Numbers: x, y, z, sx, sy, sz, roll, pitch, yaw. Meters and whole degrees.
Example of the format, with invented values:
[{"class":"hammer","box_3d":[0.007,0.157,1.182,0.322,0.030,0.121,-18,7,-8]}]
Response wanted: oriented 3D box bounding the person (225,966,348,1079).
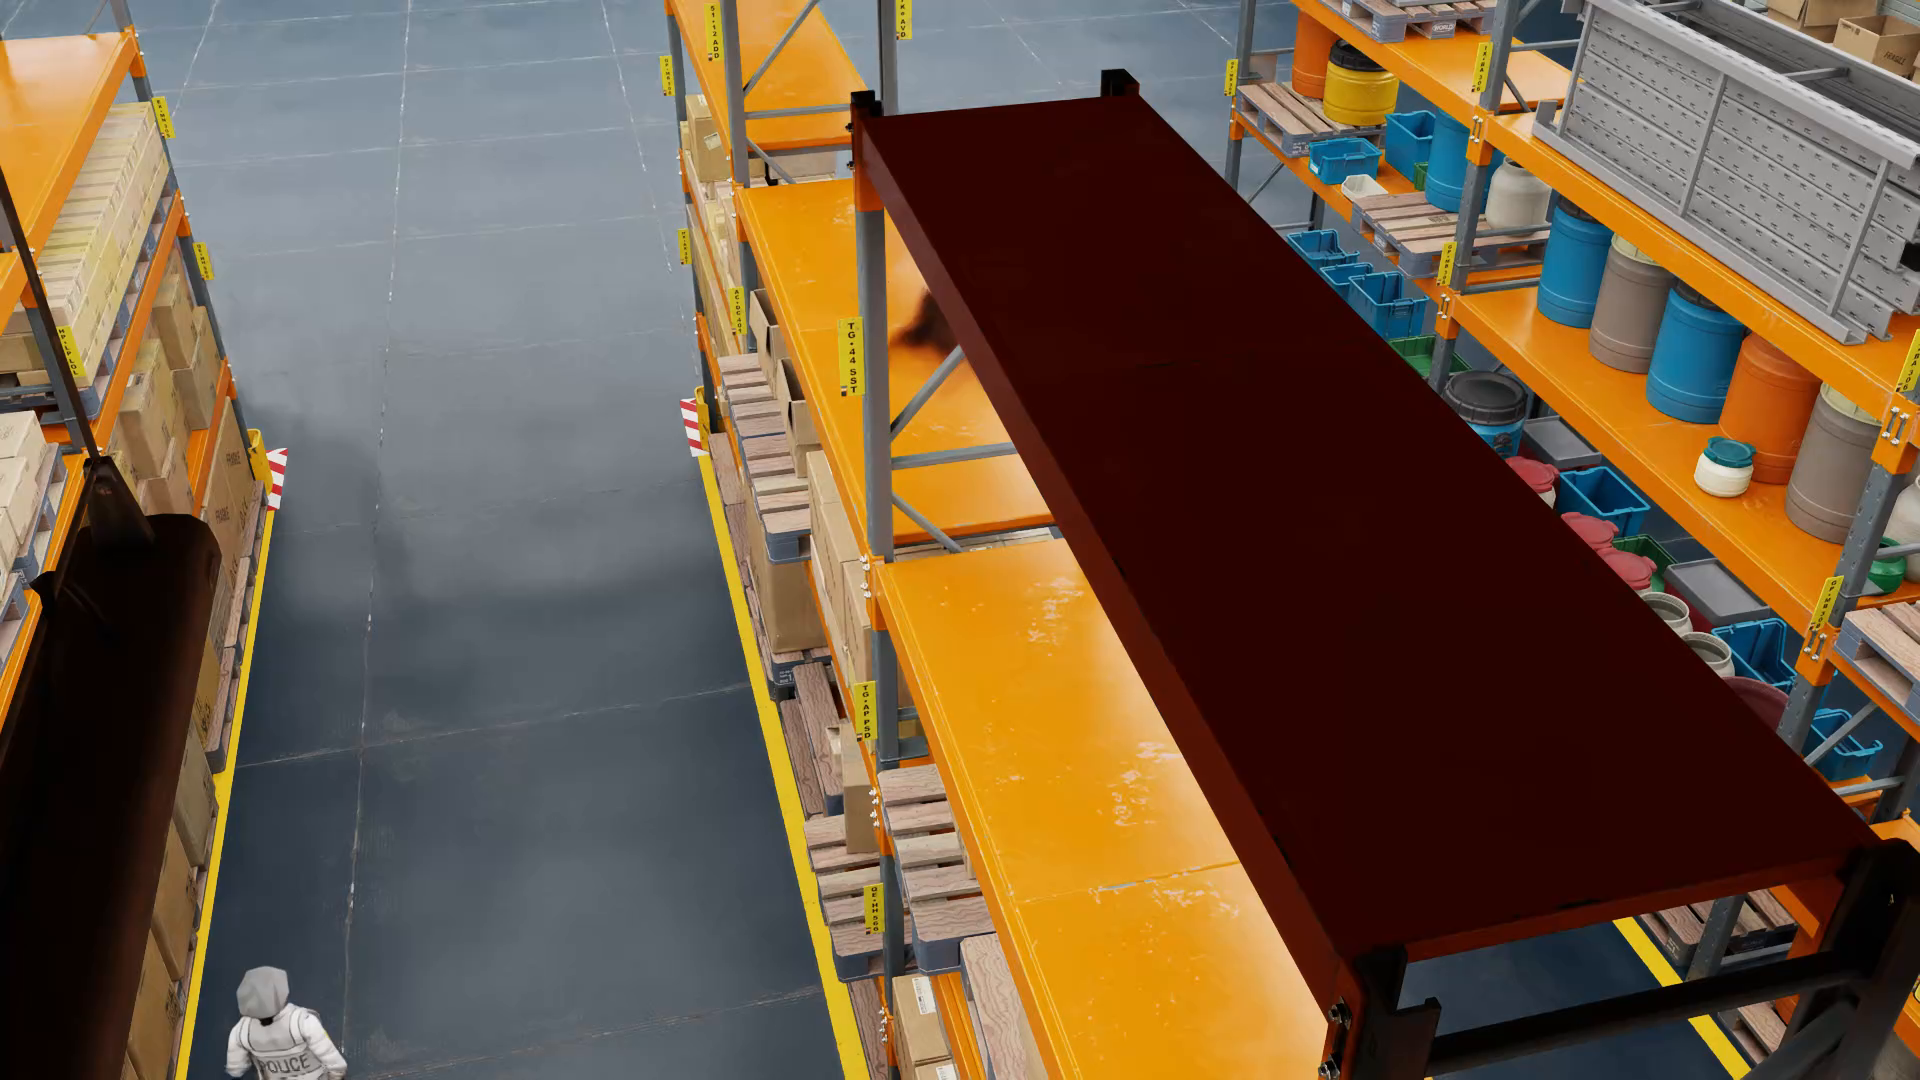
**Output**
[{"class":"person","box_3d":[-3.408,2.771,8.576,0.598,1.666,0.542,-9,35,-13]}]
